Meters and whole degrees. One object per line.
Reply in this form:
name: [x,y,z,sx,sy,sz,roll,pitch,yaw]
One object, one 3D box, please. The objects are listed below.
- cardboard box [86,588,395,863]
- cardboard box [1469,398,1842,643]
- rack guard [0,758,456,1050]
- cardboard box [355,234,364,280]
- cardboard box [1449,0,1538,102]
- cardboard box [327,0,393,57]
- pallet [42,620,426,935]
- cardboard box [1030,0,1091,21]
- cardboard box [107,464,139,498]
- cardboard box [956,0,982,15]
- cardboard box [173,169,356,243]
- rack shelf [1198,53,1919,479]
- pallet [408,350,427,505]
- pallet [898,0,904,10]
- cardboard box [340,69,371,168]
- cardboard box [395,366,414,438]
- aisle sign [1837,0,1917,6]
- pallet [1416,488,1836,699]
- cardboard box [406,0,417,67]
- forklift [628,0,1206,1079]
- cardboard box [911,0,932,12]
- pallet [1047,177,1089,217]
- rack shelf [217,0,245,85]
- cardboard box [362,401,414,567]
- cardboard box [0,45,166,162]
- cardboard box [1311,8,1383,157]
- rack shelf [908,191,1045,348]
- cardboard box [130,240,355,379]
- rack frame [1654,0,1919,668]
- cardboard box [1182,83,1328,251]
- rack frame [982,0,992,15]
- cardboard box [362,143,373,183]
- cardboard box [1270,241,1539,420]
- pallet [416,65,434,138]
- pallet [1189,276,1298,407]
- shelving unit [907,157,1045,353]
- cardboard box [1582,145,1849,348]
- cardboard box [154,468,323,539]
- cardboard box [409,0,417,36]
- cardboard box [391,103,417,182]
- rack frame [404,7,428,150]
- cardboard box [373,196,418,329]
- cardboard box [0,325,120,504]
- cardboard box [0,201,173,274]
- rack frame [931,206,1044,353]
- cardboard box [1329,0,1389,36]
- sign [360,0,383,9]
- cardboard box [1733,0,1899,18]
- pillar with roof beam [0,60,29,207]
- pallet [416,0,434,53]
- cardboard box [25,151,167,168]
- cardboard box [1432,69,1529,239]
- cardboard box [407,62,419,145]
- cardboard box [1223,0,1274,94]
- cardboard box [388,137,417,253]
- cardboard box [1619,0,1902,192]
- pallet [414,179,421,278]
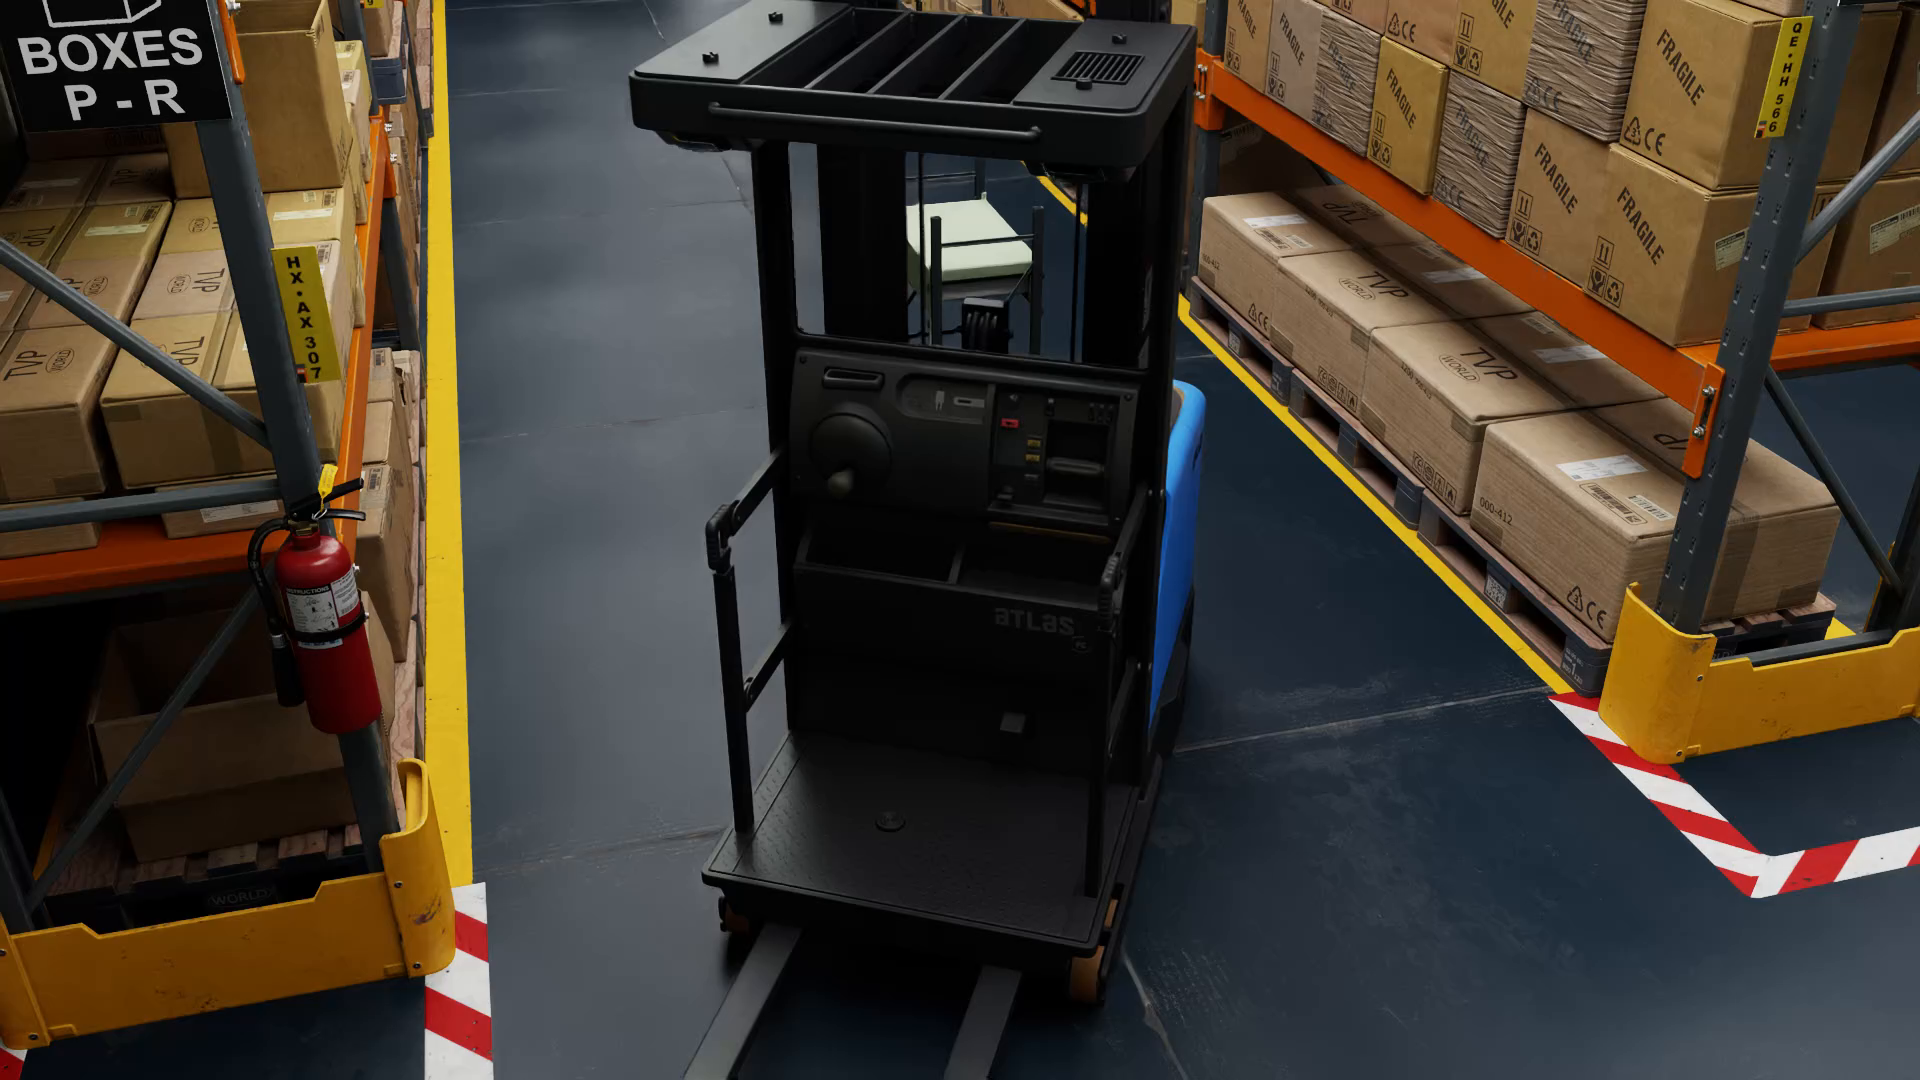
cardboard box: [-2.077,0.530,4.913,0.797,0.503,0.637,-9,31,-15]
cardboard box: [2.507,-0.101,6.069,0.875,0.438,0.875,-9,31,-15]
rack guard: [-2.026,0.984,4.551,1.175,0.500,0.348,-8,31,-13]
cardboard box: [-2.212,-0.901,5.563,0.380,0.149,0.250,-7,31,-12]
cardboard box: [2.126,-1.888,5.919,0.500,0.500,0.500,-8,31,-14]
cardboard box: [-2.980,-2.481,7.524,0.700,0.500,0.500,-7,31,-12]
pallet: [-2.239,0.724,5.288,1.003,0.211,1.213,-8,31,-13]
cardboard box: [0.991,-3.073,10.766,0.875,0.875,0.875,-7,31,-13]
cardboard box: [-2.361,-0.207,4.365,0.380,0.149,0.250,-7,31,-12]
cardboard box: [0.515,-3.905,12.707,0.950,0.372,0.625,-10,32,-17]
cardboard box: [-2.295,-1.112,5.529,0.500,0.250,0.500,-9,31,-15]
rack shelf: [2.248,-1.377,6.853,1.077,0.370,4.000,-8,31,-13]
pallet: [-2.886,-0.454,7.324,1.003,0.211,1.213,-8,31,-13]
pallet: [-0.198,-4.936,15.067,1.003,0.211,1.213,-8,31,-13]
cardboard box: [-2.550,-1.603,6.378,0.500,0.250,0.500,-8,31,-13]
cardboard box: [-2.542,-0.589,7.083,0.396,0.266,0.258,-7,31,-11]
aisle sign: [2.499,-1.772,4.222,0.394,0.787,0.004,-8,31,-13]
pallet: [2.491,0.108,6.352,1.003,0.211,1.213,-8,31,-13]
cardboard box: [-4.463,-3.696,12.093,0.875,0.625,0.625,-7,31,-12]
forklift: [-0.055,-0.218,4.200,1.130,2.935,3.031,8,31,13]
cardboard box: [0.116,-4.628,13.955,0.950,0.372,0.625,-7,31,-12]
pallet: [1.112,-2.401,10.687,1.003,0.211,1.213,-8,31,-13]
rack shelf: [-2.537,-2.014,4.959,1.077,0.370,4.000,-8,31,-13]
cardboard box: [-2.310,-0.156,6.100,0.500,0.500,0.500,-7,31,-12]
cardboard box: [-2.929,-1.627,5.670,0.500,0.500,0.500,-9,31,-15]
cardboard box: [1.845,-1.952,7.028,0.500,0.500,0.500,-8,31,-13]
rack shelf: [-0.002,-0.990,6.184,0.431,0.370,0.720,-8,31,-13]
cardboard box: [-2.001,-0.623,4.685,0.500,0.250,0.500,-8,31,-13]
rack frame: [2.779,-0.723,5.004,1.000,3.000,0.127,-8,31,-13]
cardboard box: [1.475,-2.206,9.268,0.875,0.875,0.875,-7,31,-12]
rack frame: [0.655,-4.587,11.680,1.000,3.000,0.127,-8,31,-13]
cardboard box: [-2.557,-1.519,6.630,0.380,0.149,0.250,-7,31,-12]
cardboard box: [2.018,-0.978,7.583,0.875,0.438,0.875,-9,31,-15]
pallet: [-4.310,-3.121,11.931,1.003,0.211,1.213,-8,31,-13]
pallet: [1.843,-1.070,8.388,1.003,0.211,1.213,-8,31,-13]
shelving unit: [-0.002,-0.652,6.380,0.431,1.500,0.755,-8,31,-13]
cardboard box: [2.396,-0.964,5.321,0.500,0.500,0.500,-8,31,-13]
cardboard box: [-1.829,-0.148,4.261,0.380,0.149,0.250,-8,31,-14]
cardboard box: [-4.843,-4.384,13.282,0.875,0.625,0.625,-8,31,-14]
cardboard box: [-3.546,-2.354,9.898,0.500,0.500,0.500,-7,31,-11]
rack frame: [-4.129,-3.925,10.537,1.000,3.000,0.127,-8,31,-13]
cardboard box: [-2.979,-1.356,8.175,0.500,0.500,0.500,-7,31,-11]
cardboard box: [-2.384,-0.312,4.147,0.500,0.250,0.500,-7,31,-12]
cardboard box: [-2.646,-0.801,4.992,0.500,0.250,0.500,-7,31,-12]
rack frame: [0.095,-0.476,6.074,0.400,1.500,0.023,-8,31,-13]
cardboard box: [1.863,-2.375,6.761,0.500,0.500,0.500,-7,31,-12]
sign: [-2.546,-2.443,7.113,0.100,0.325,0.005,-8,31,-13]
cardboard box: [2.490,-1.626,4.820,0.380,0.149,0.250,-7,31,-13]
pillar with roof beam: [0.399,-4.706,5.897,9.100,9.000,0.400,-8,31,-13]
pallet: [-4.958,-4.299,13.967,1.003,0.211,1.213,-8,31,-13]
cardboard box: [-2.922,-1.291,5.839,0.500,0.250,0.500,-7,31,-12]
cardboard box: [2.131,-1.455,6.170,0.500,0.500,0.500,-7,31,-12]
cardboard box: [-3.810,-2.849,10.754,0.500,0.500,0.500,-7,31,-12]
cardboard box: [1.589,-2.436,7.865,0.500,0.500,0.500,-7,31,-12]
cardboard box: [-3.258,-1.854,9.035,0.500,0.500,0.500,-9,31,-15]
cardboard box: [2.421,-1.400,5.076,0.500,0.500,0.500,-7,31,-12]
pallet: [-3.647,-1.764,9.587,1.003,0.211,1.213,-8,31,-13]
